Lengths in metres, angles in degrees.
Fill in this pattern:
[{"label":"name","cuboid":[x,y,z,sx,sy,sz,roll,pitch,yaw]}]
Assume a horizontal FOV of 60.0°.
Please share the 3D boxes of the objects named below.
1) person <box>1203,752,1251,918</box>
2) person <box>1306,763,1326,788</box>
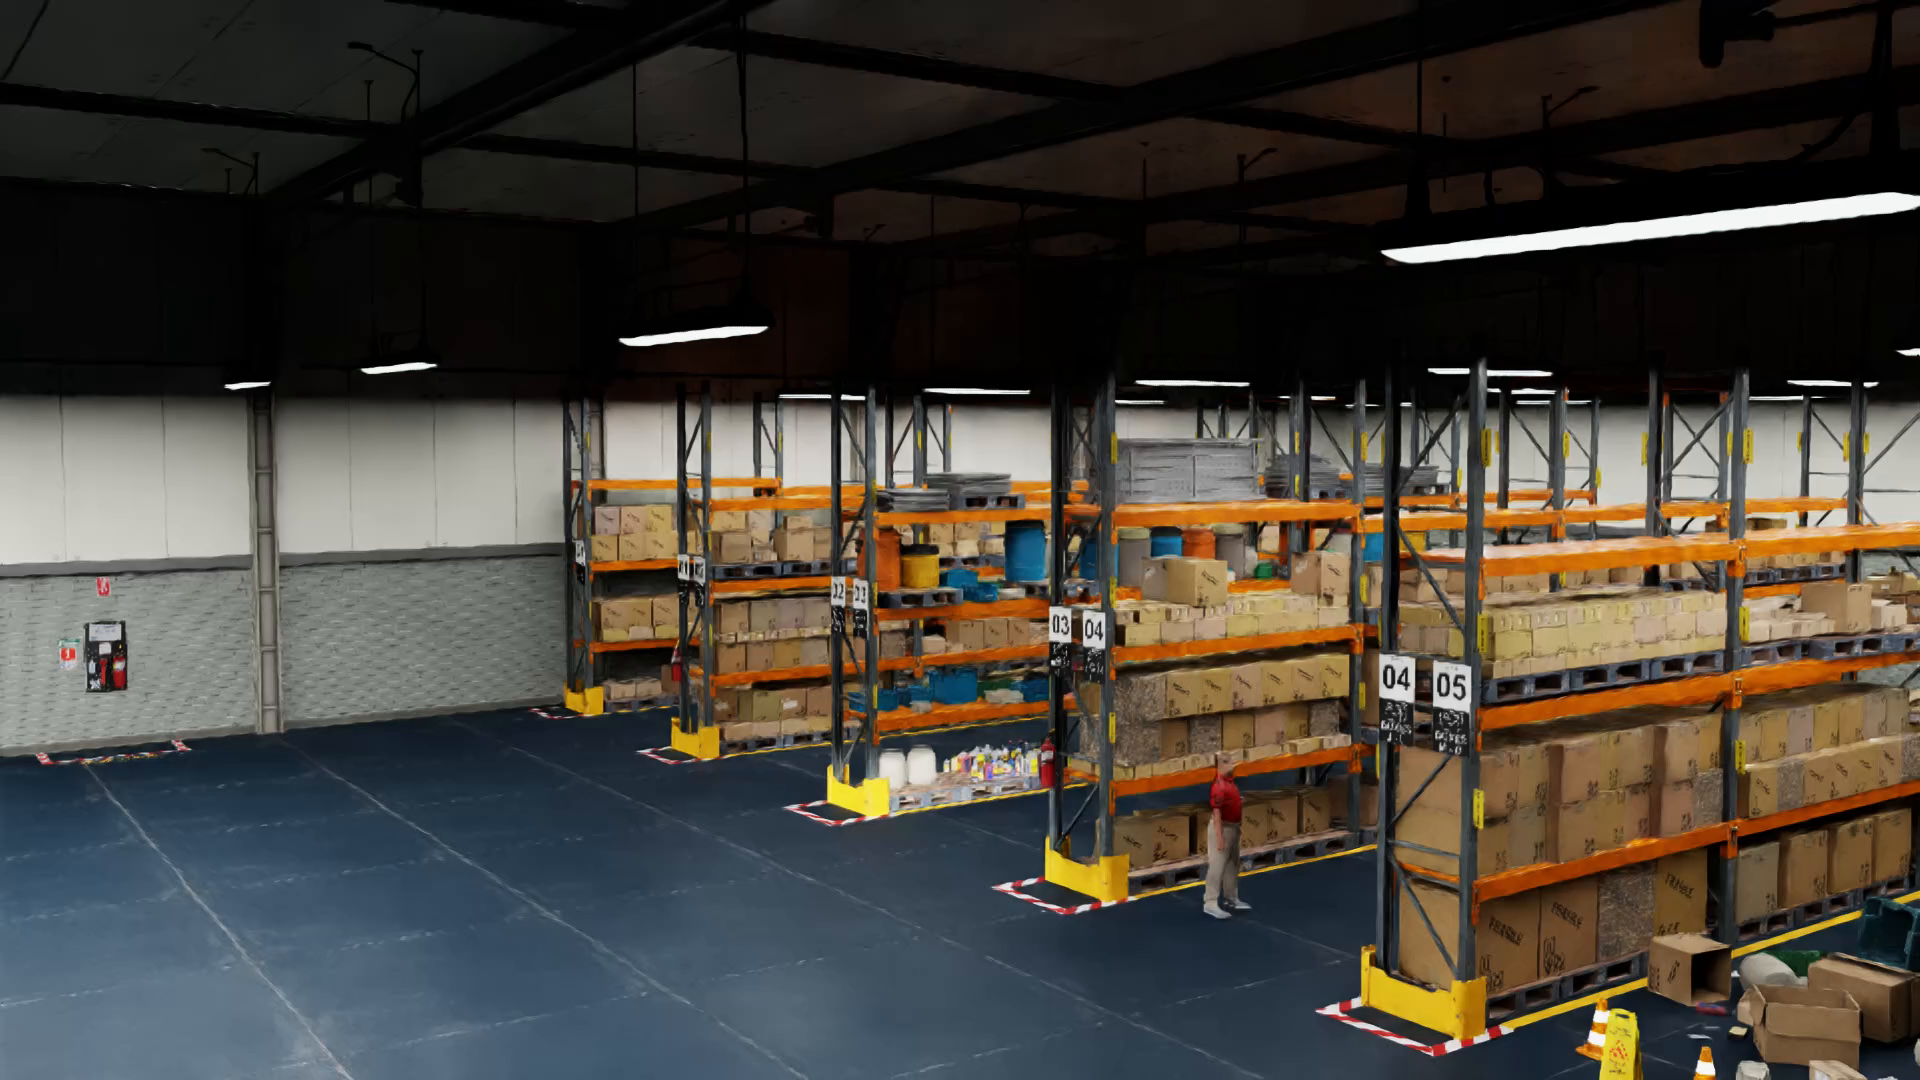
[{"label":"person","cuboid":[2.880,3.141,17.845,0.457,1.733,0.593,2,4,24]},{"label":"person","cuboid":[4.858,2.793,22.909,0.626,1.768,0.576,0,4,-6]}]
